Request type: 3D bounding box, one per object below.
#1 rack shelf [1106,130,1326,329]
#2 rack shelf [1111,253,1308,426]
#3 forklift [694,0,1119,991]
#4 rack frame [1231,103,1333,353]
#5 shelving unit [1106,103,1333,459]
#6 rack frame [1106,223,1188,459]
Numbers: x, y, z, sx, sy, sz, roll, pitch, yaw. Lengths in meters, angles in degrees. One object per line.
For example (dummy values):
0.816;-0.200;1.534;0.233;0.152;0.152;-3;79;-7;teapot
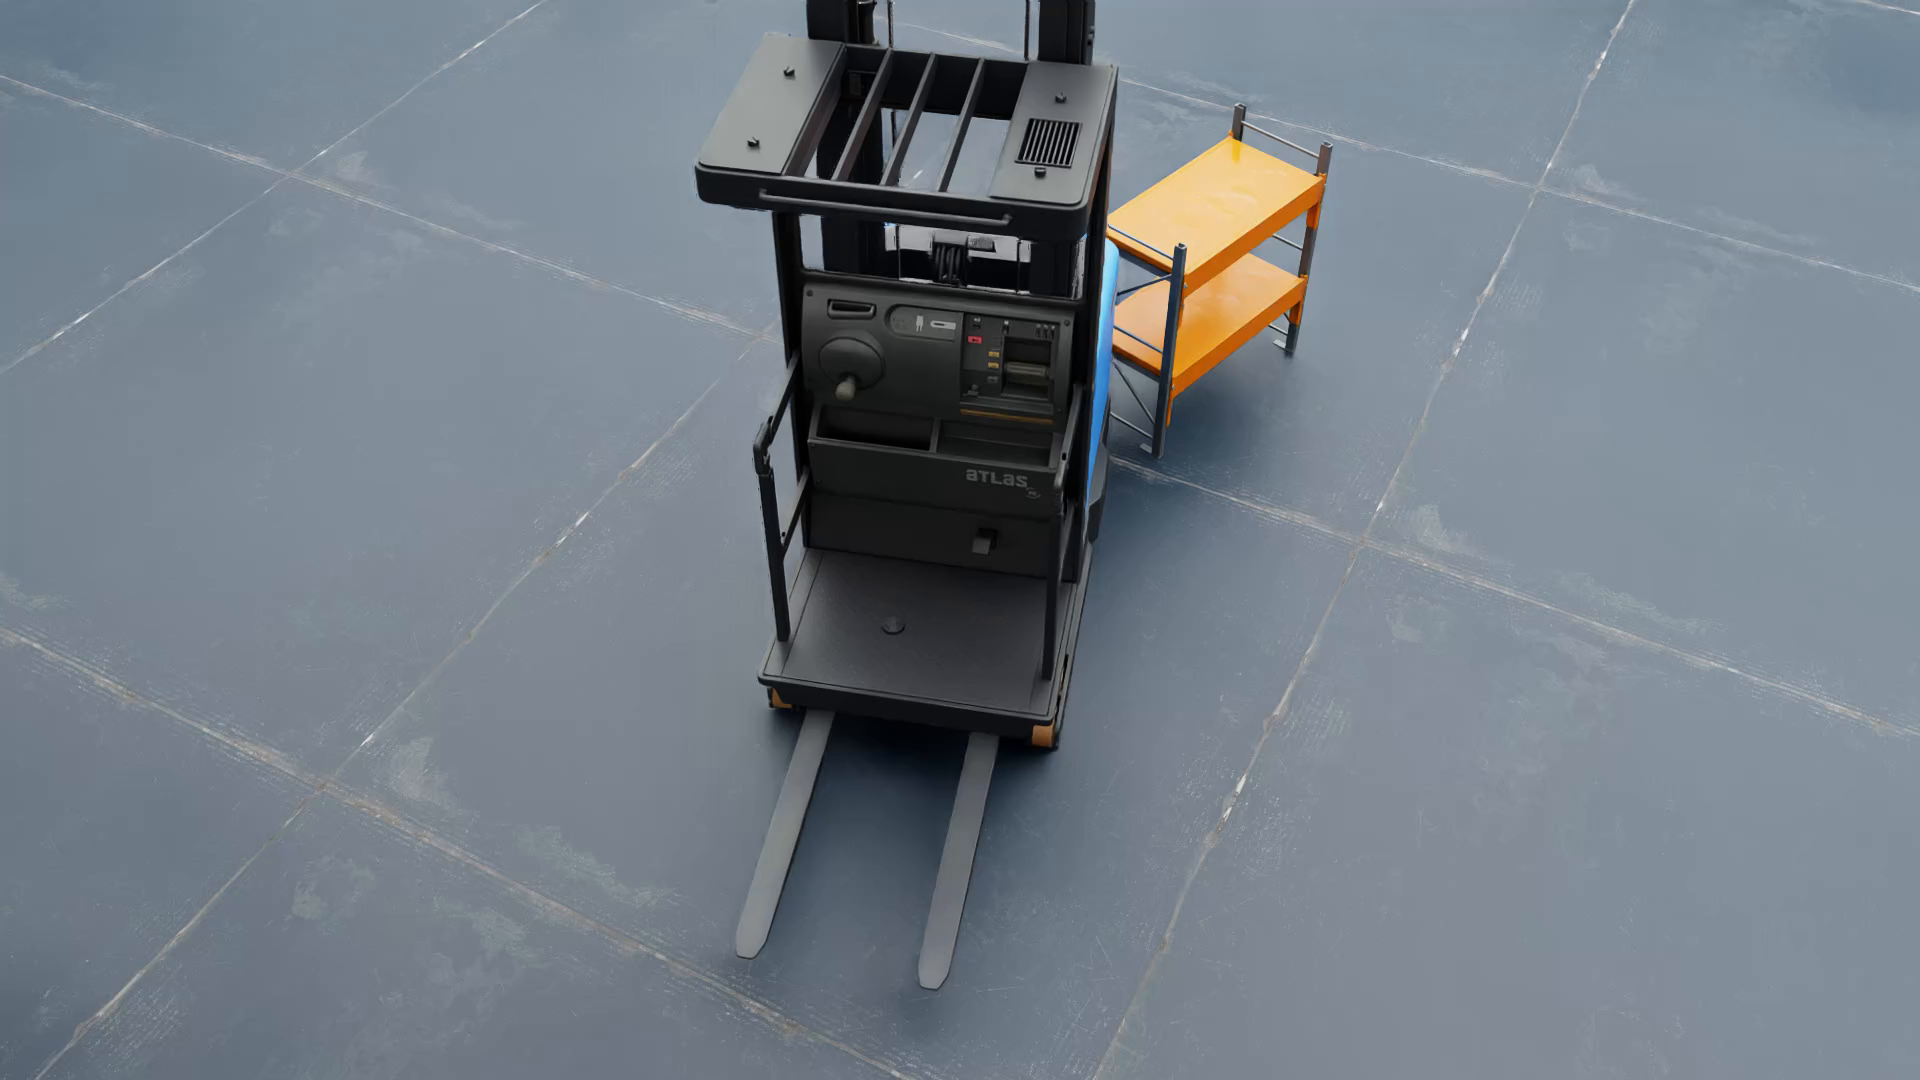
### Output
1.059;-1.355;7.166;0.538;0.278;1.000;34;54;29;rack shelf
1.059;-0.977;7.548;0.538;0.278;1.000;34;54;29;rack shelf
-0.119;-0.540;5.503;1.130;2.935;3.031;8;46;7;forklift
1.407;-1.413;7.635;0.500;1.125;0.032;34;54;29;rack frame
1.059;-1.149;7.374;0.538;1.125;1.048;34;54;29;shelving unit
0.711;-0.885;7.114;0.500;1.125;0.032;34;54;29;rack frame
